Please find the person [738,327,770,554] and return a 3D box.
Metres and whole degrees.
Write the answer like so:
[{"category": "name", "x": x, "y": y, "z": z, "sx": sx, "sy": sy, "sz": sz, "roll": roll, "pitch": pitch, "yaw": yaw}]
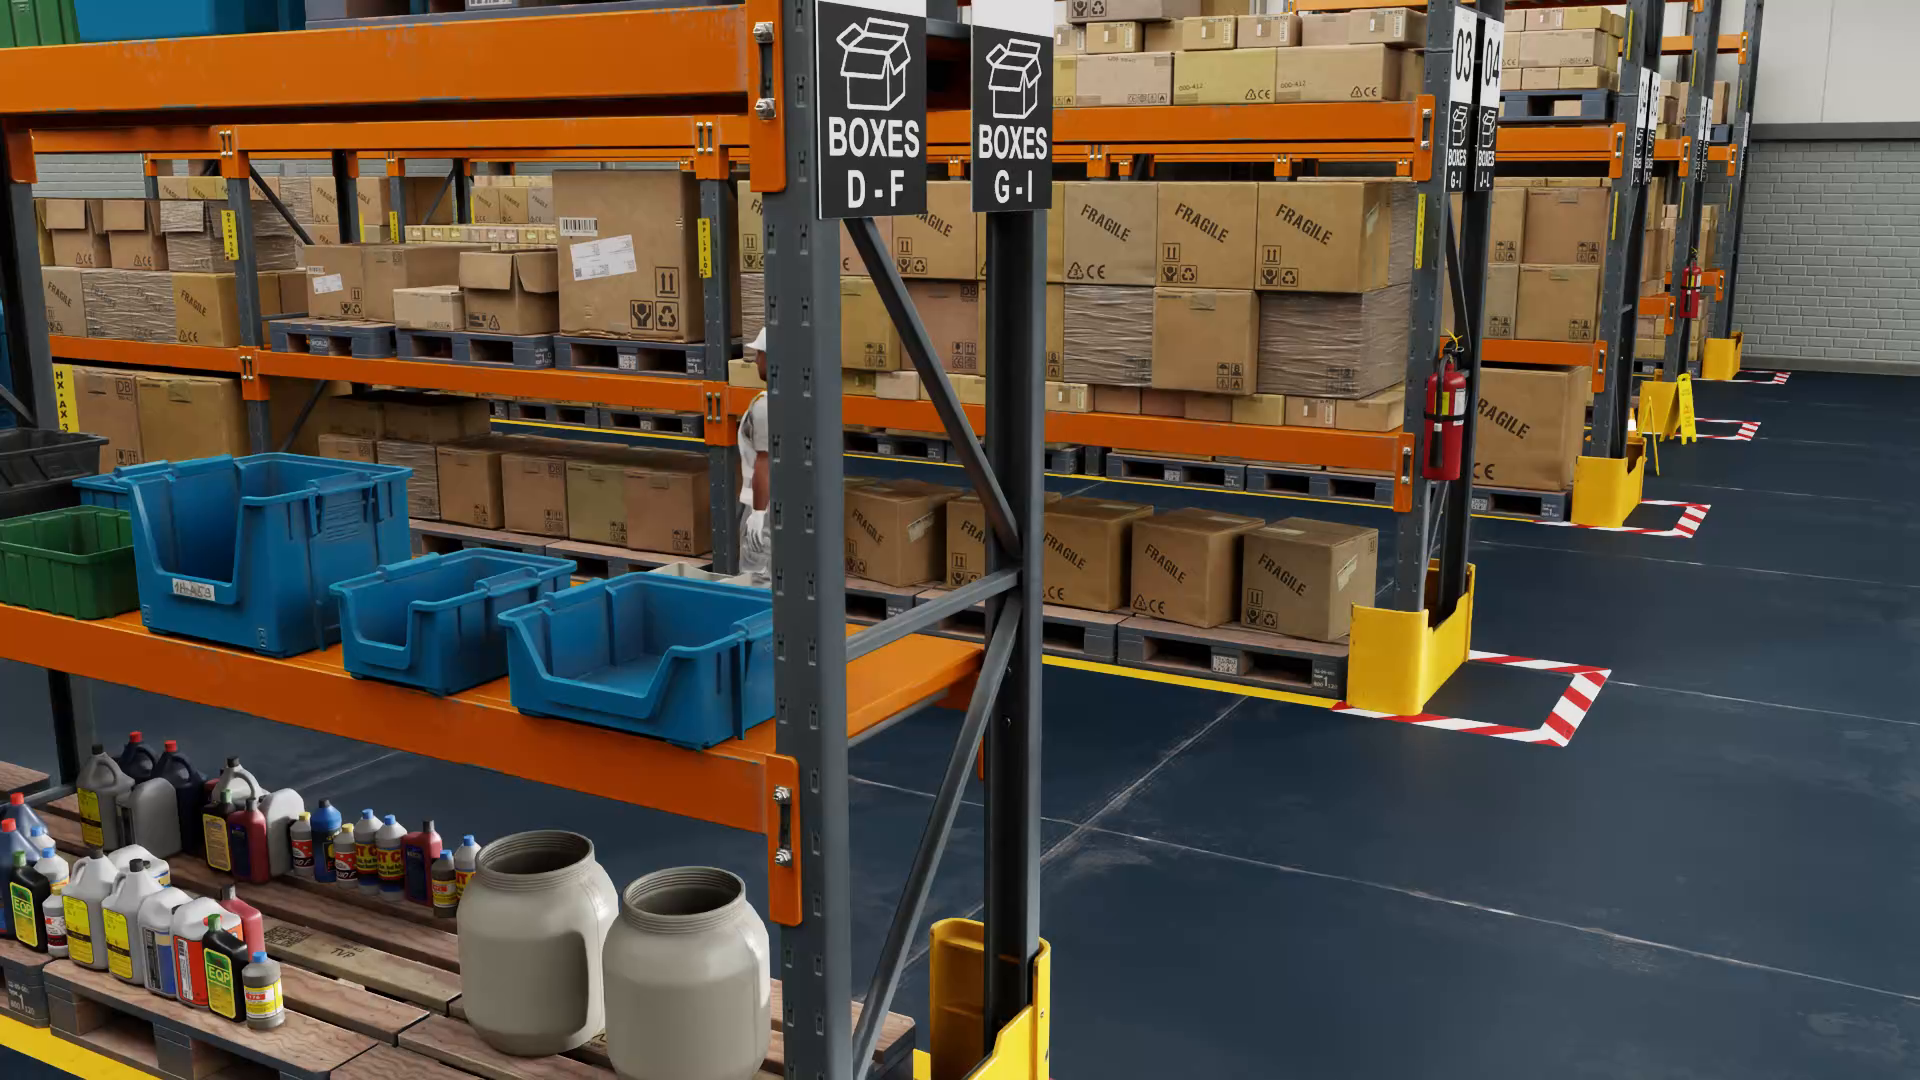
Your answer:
[{"category": "person", "x": -0.915, "y": -0.164, "z": 8.114, "sx": 0.525, "sy": 1.790, "sz": 0.573, "roll": 5, "pitch": 14, "yaw": 23}]
